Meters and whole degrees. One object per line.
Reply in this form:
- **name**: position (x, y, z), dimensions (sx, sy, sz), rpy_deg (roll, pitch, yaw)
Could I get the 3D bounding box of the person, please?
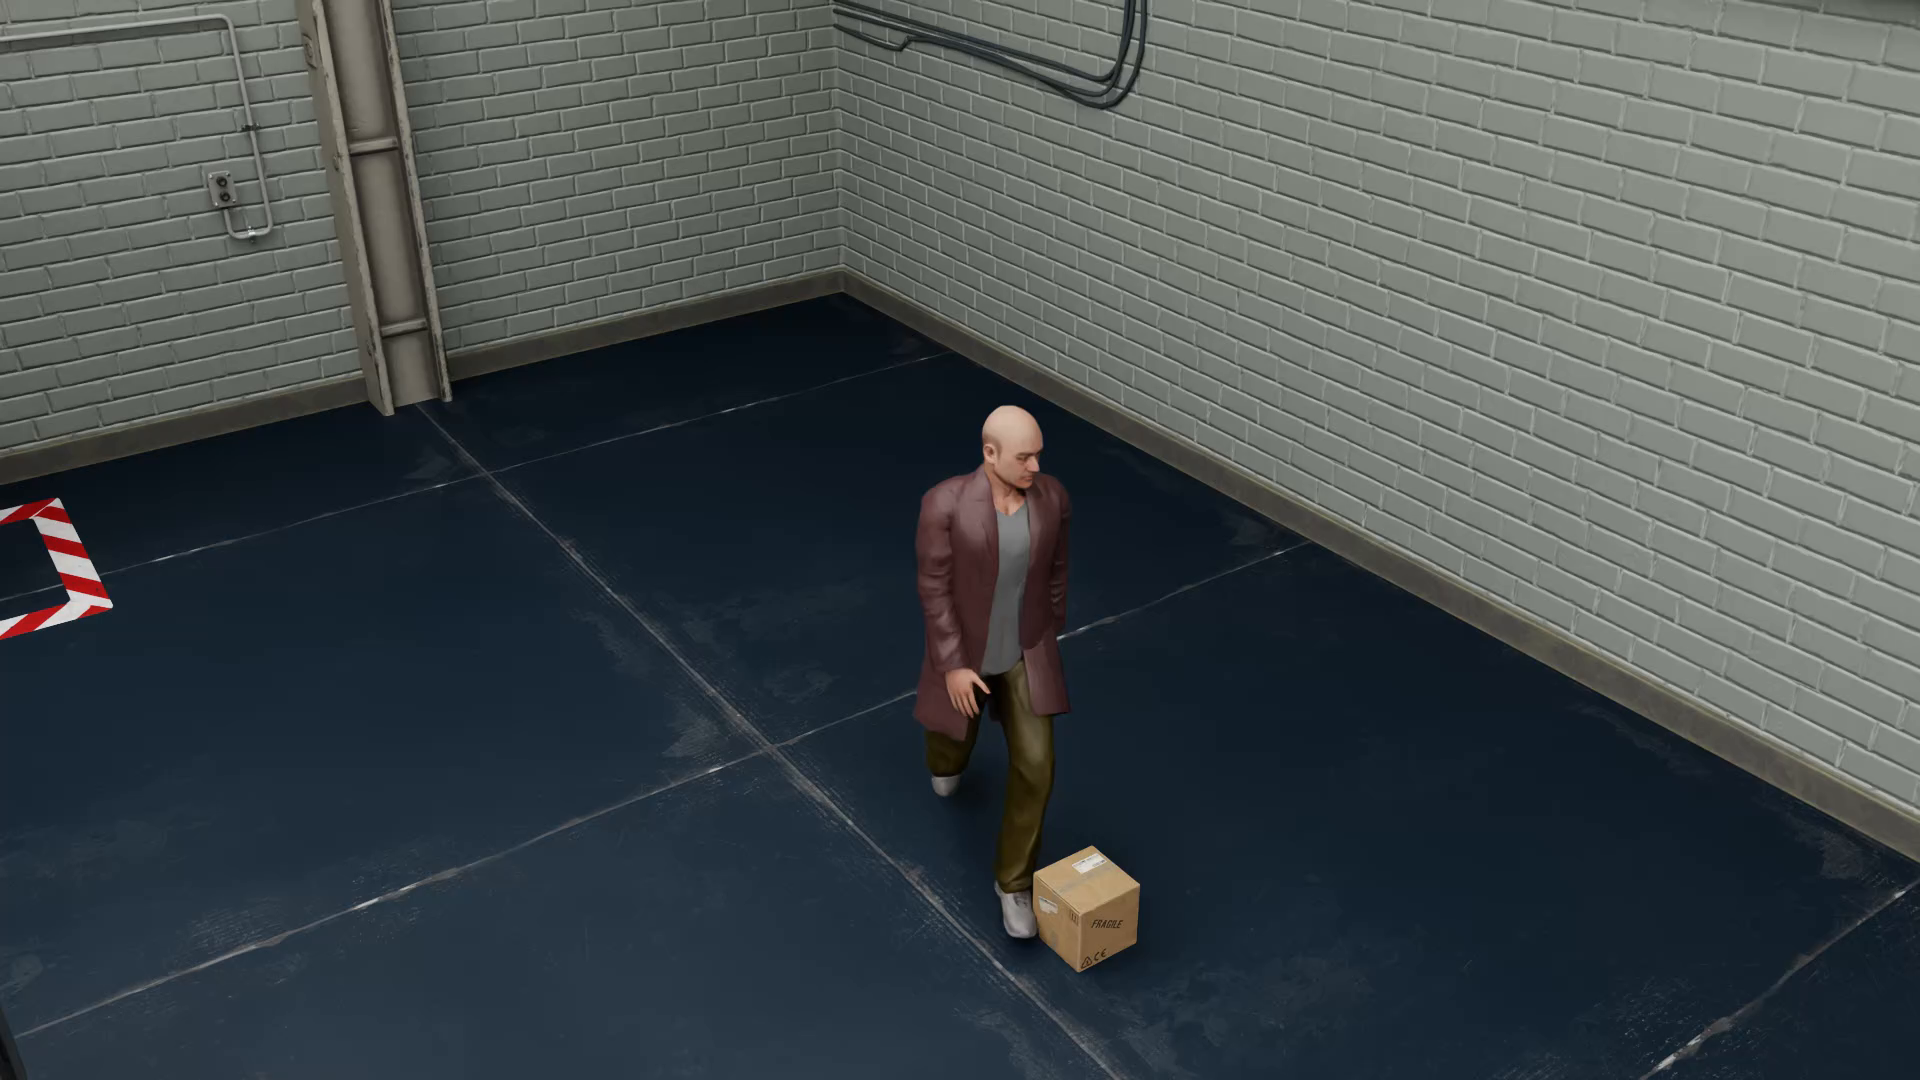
- **person**: position (0.125, 0.364, 5.537), dimensions (0.588, 1.691, 1.049), rpy_deg (-7, 29, -12)
